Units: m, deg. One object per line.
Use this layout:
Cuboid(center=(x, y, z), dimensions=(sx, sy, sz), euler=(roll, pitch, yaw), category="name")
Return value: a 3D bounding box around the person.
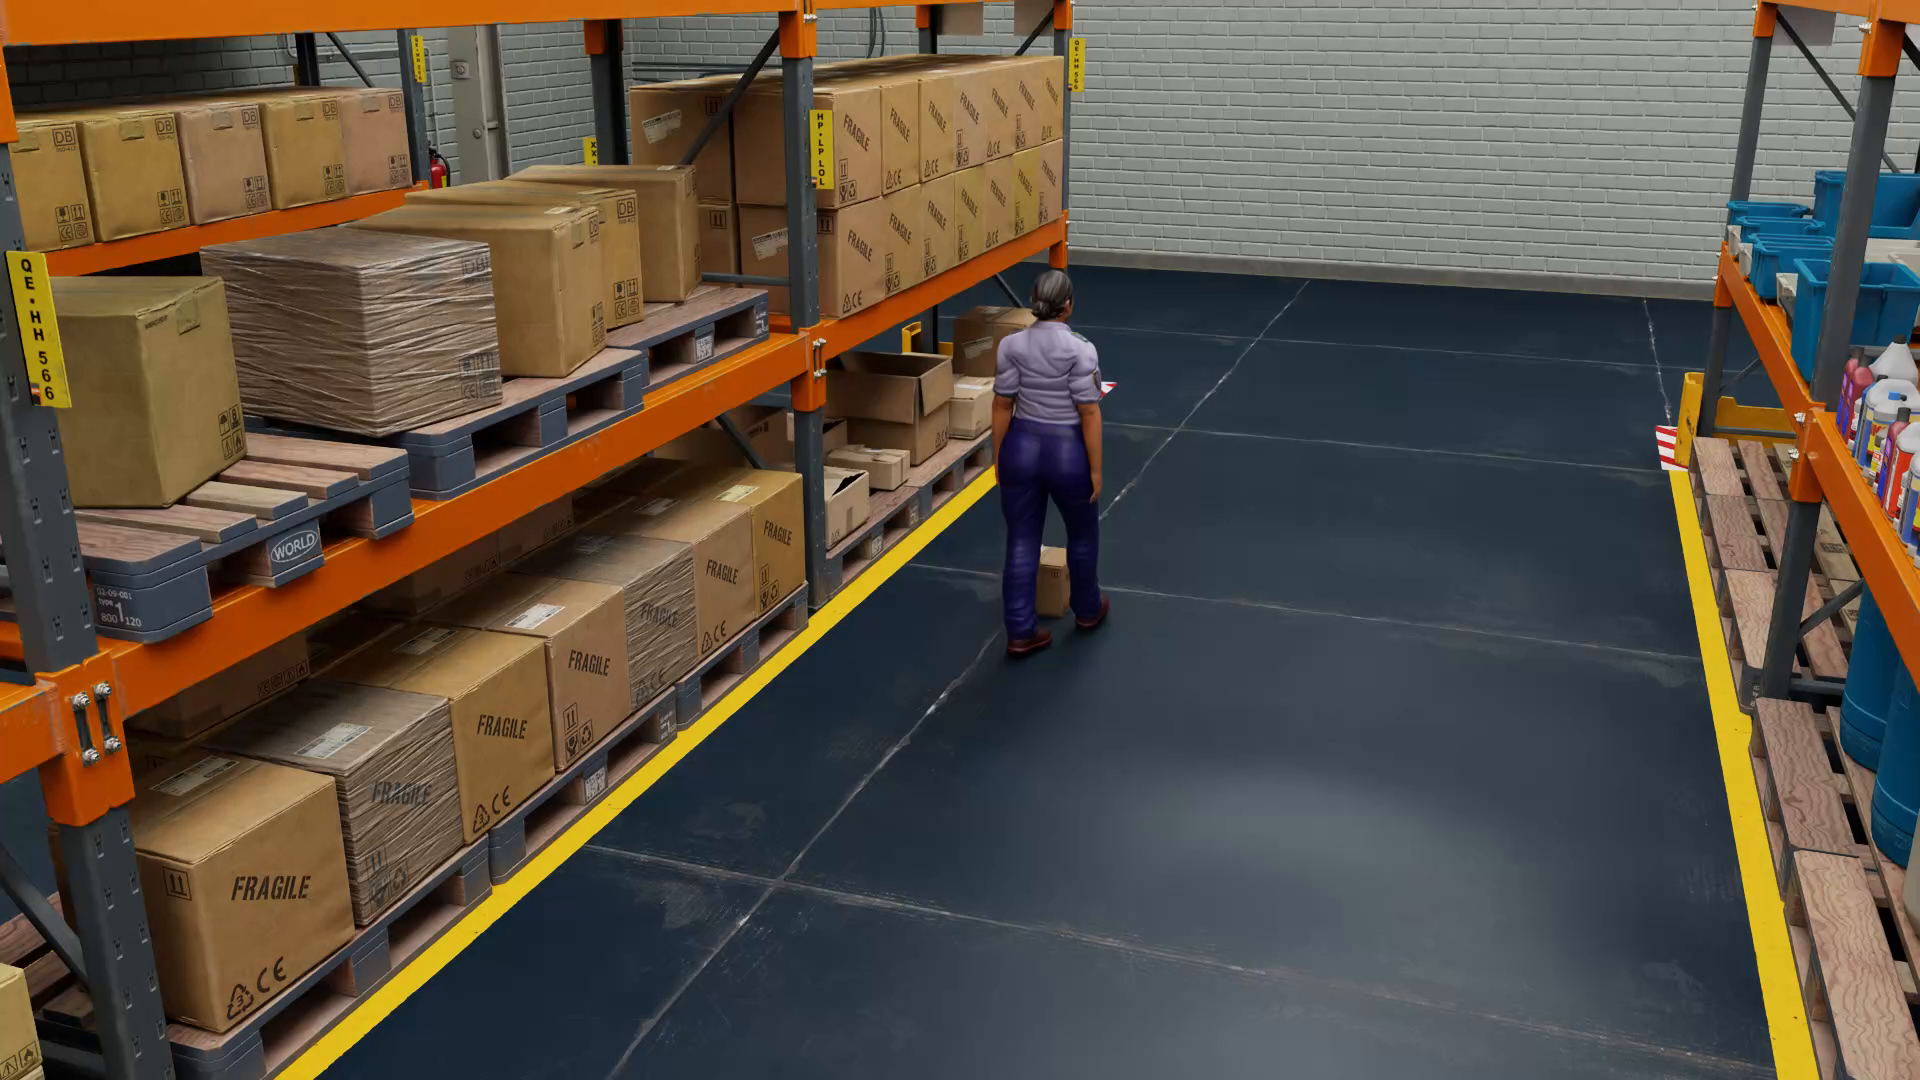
Cuboid(center=(0.413, -0.366, 7.148), dimensions=(0.489, 1.635, 0.693), euler=(6, 20, 17), category="person")
